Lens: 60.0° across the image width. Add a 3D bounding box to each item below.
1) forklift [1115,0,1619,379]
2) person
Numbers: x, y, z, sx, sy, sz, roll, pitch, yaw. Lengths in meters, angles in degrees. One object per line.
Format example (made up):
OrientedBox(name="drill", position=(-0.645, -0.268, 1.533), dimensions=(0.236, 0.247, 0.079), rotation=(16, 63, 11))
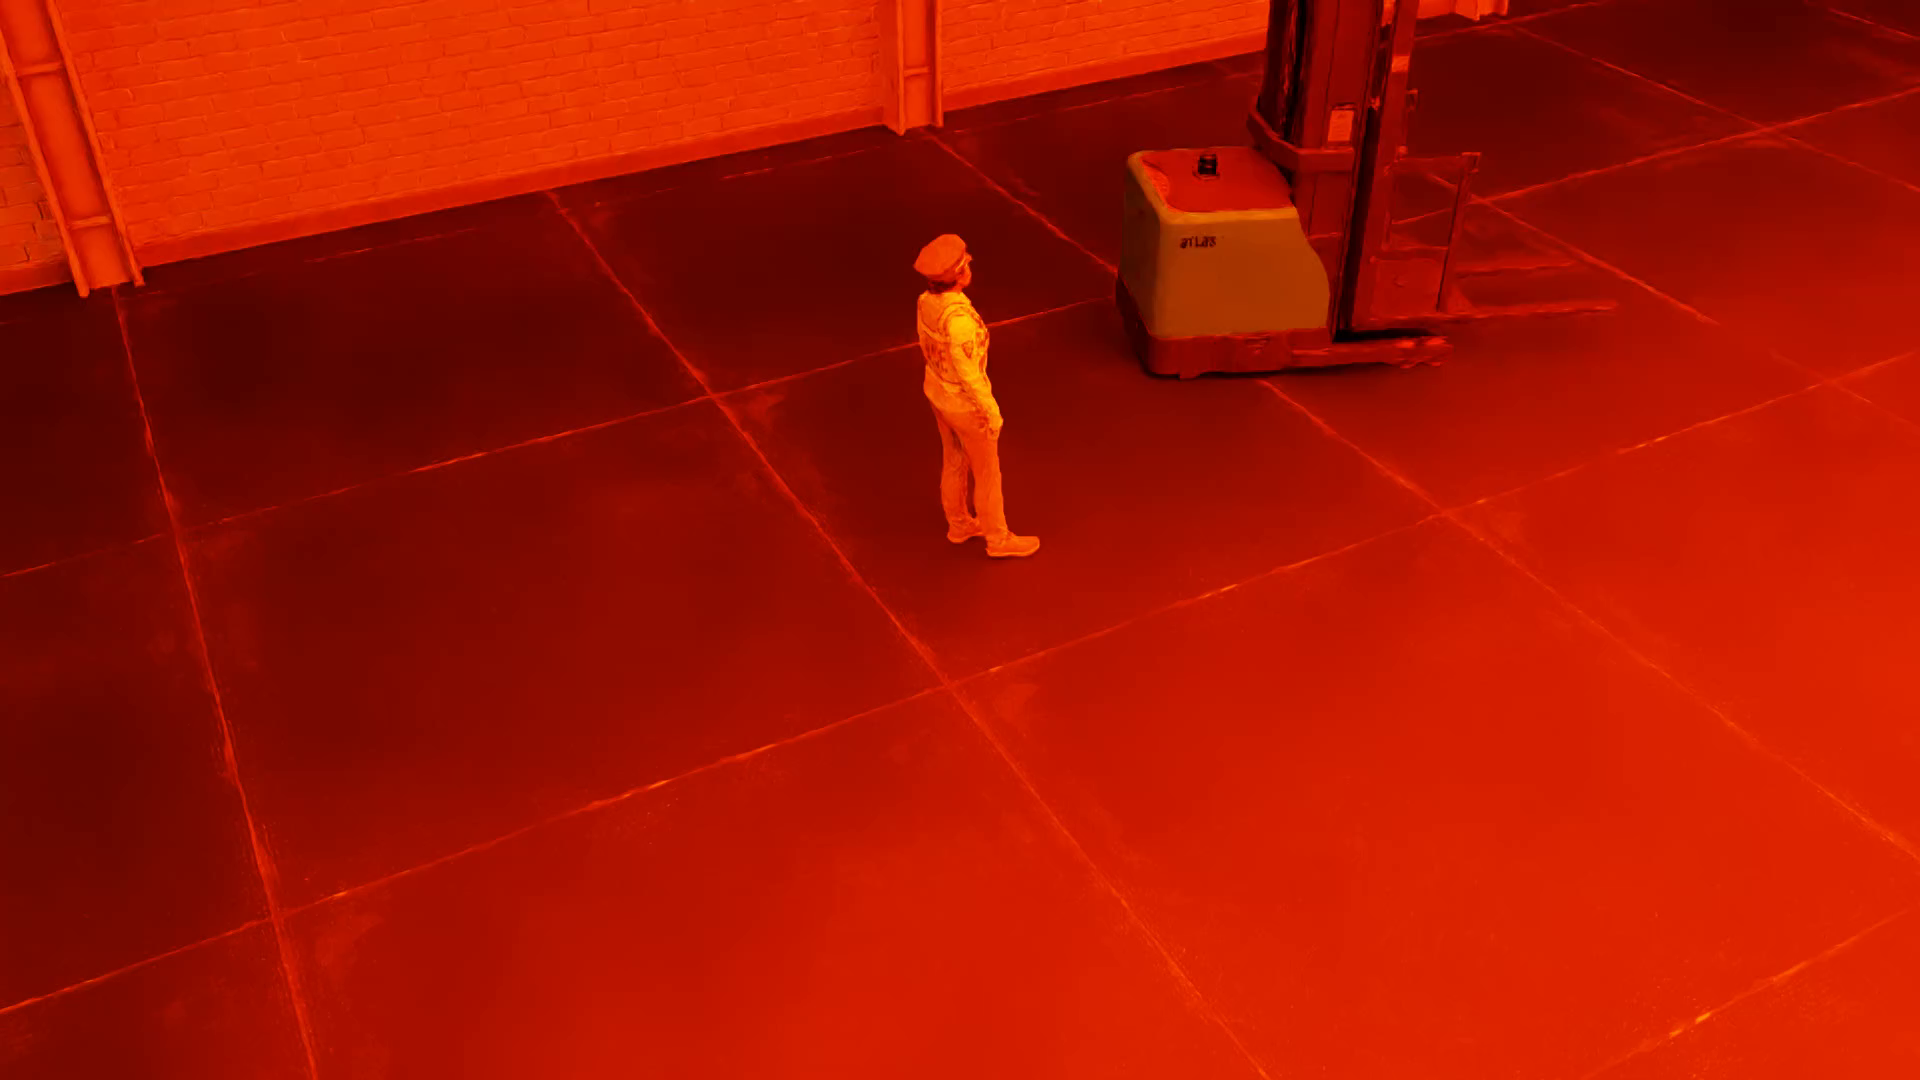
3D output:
OrientedBox(name="forklift", position=(2.559, -2.543, 9.720), dimensions=(3.031, 2.935, 1.130), rotation=(-5, 36, -7))
OrientedBox(name="person", position=(0.063, -0.713, 8.190), dimensions=(0.533, 1.695, 0.586), rotation=(-17, 39, -23))
